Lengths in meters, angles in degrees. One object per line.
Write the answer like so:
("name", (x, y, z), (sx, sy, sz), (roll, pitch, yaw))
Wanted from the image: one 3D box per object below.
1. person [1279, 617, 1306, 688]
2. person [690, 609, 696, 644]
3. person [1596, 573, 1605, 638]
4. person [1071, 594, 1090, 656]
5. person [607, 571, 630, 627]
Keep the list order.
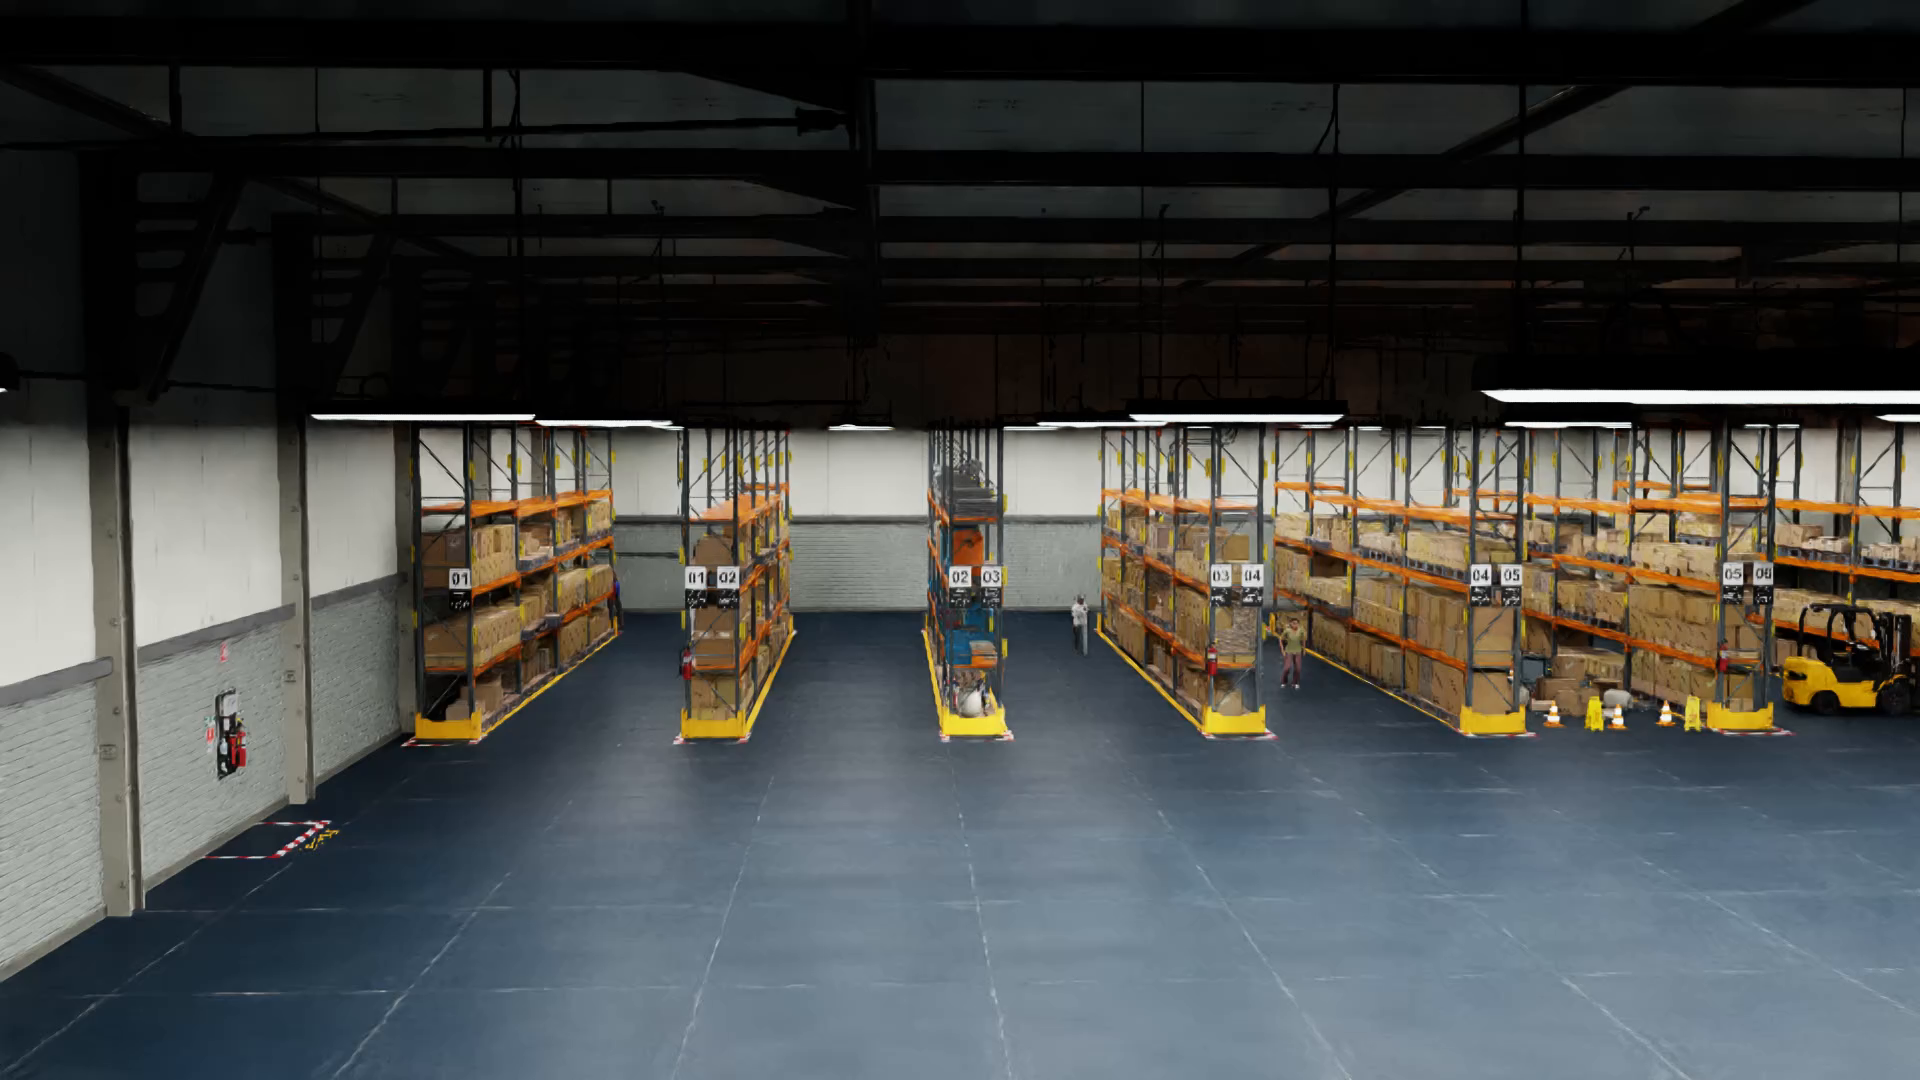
("person", (7.409, 2.504, 37.045), (0.598, 1.619, 0.507), (0, 4, -4))
("person", (-7.135, 1.919, 44.998), (0.550, 1.709, 1.128), (0, 4, -5))
("person", (17.686, 1.811, 46.275), (0.580, 1.787, 0.735), (0, 4, 4))
("person", (3.070, 2.144, 42.423), (0.456, 1.589, 1.088), (0, 4, 0))
("person", (-10.038, 1.737, 48.433), (0.556, 1.634, 0.697), (2, 4, 33))
